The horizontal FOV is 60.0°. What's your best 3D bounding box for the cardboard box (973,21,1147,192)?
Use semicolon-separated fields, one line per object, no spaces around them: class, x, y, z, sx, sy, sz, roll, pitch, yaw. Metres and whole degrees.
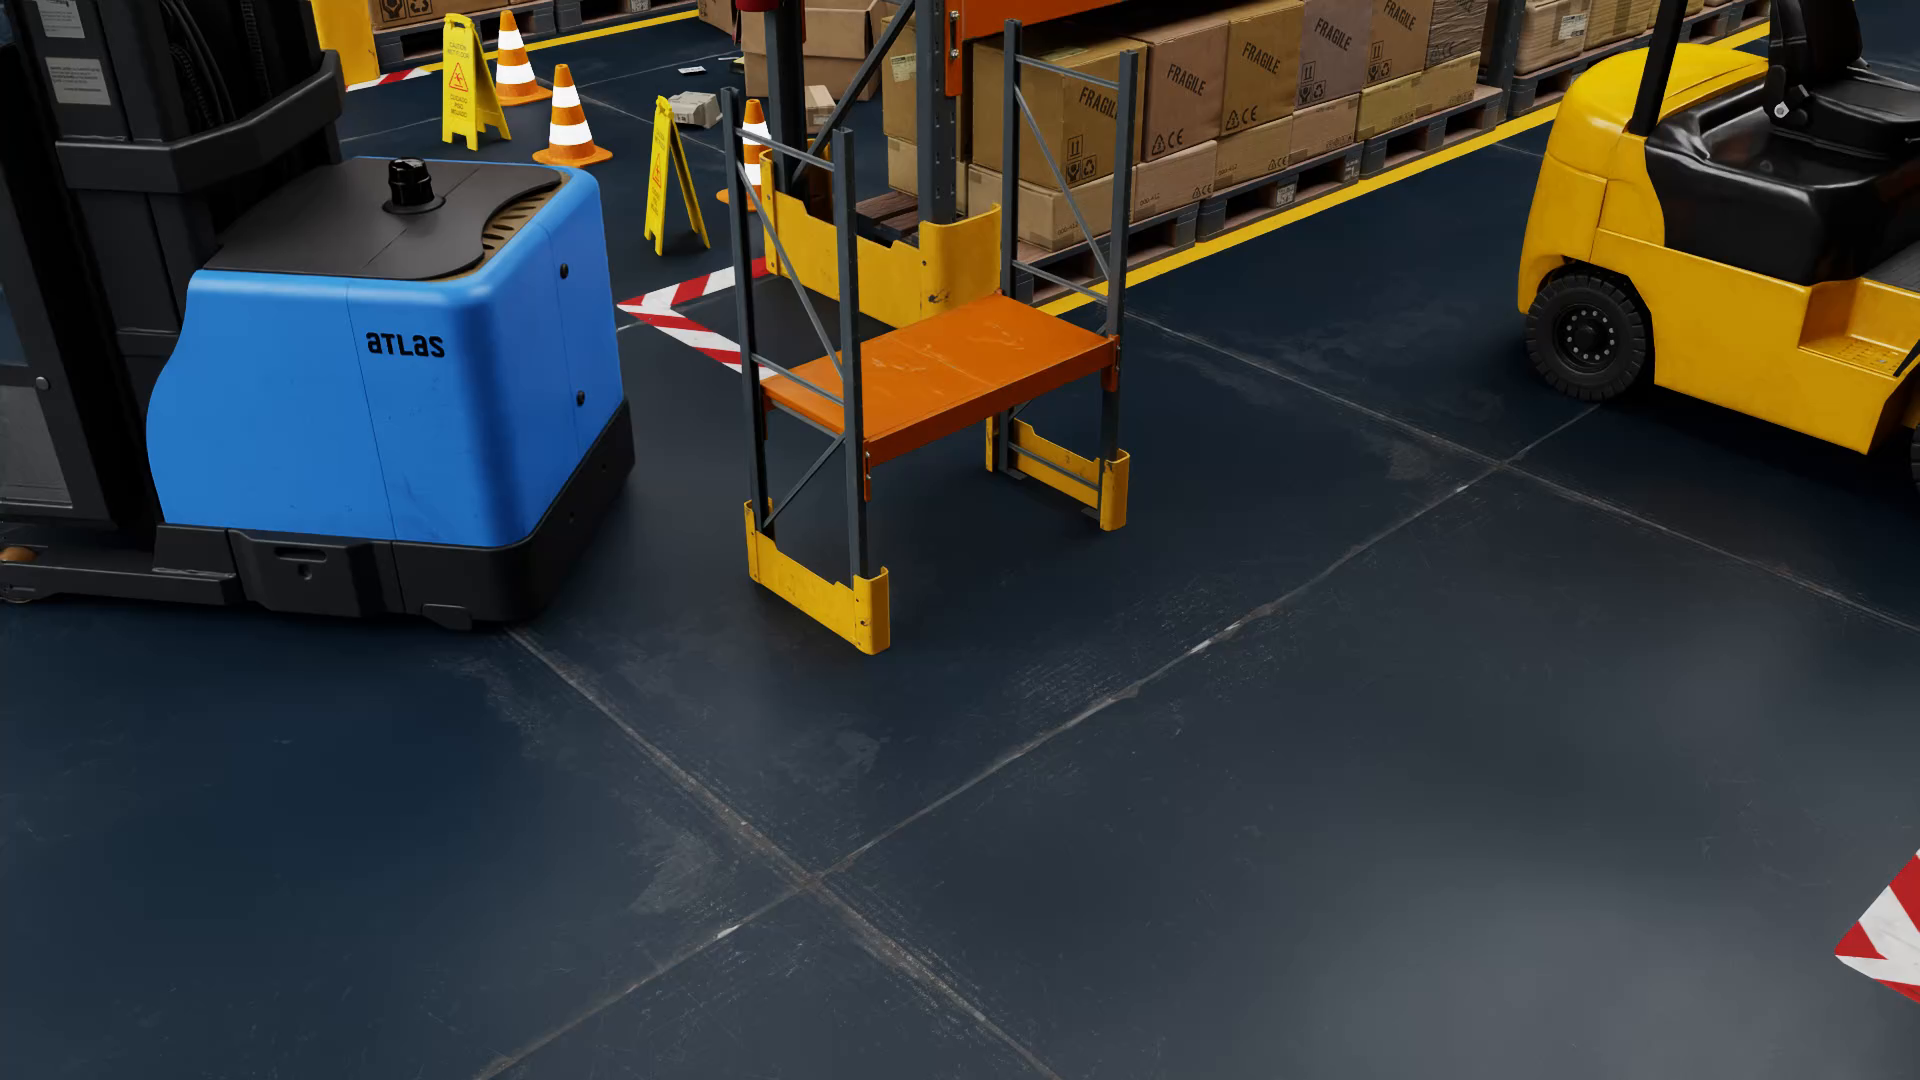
cardboard box;0.401;-1.782;6.804;0.500;0.500;0.500;-27;41;-37

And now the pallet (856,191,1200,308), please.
pallet;0.280;-1.379;7.303;1.213;0.211;1.003;-26;40;-35

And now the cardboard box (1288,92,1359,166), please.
cardboard box;1.528;-2.008;7.892;0.500;0.250;0.500;-25;39;-35

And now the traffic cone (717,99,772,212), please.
traffic cone;-0.957;-1.831;7.801;0.334;0.463;0.336;-26;40;-35

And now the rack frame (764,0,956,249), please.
rack frame;-0.395;-2.267;6.083;0.127;3.000;1.000;-26;40;-35

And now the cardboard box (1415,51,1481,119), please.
cardboard box;2.287;-2.380;8.499;0.500;0.250;0.500;-24;39;-33

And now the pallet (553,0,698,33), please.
pallet;-2.407;-3.679;11.065;1.213;0.211;1.003;-26;40;-35

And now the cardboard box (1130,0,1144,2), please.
cardboard box;0.770;-2.340;7.716;0.500;0.500;0.500;-27;40;-36

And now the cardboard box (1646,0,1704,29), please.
cardboard box;3.954;-3.435;10.108;0.625;0.372;0.950;-24;39;-34

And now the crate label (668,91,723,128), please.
crate label;-1.427;-2.299;8.878;0.250;0.136;0.298;9;33;15

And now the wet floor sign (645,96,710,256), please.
wet floor sign;-1.262;-1.605;7.256;0.232;0.644;0.267;-12;34;-19

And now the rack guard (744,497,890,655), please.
rack guard;-0.421;0.097;4.852;0.087;0.250;0.587;-26;40;-35

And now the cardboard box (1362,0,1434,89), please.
cardboard box;1.915;-2.519;8.008;0.500;0.500;0.500;-25;39;-35

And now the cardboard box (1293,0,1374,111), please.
cardboard box;1.541;-2.337;7.711;0.500;0.500;0.500;-23;39;-33

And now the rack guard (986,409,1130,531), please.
rack guard;0.309;-0.256;5.429;0.087;0.250;0.587;-26;40;-35

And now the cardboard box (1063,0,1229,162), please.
cardboard box;0.782;-1.969;7.110;0.500;0.500;0.500;-28;41;-37

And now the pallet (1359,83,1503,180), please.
pallet;2.070;-2.245;8.719;1.213;0.211;1.003;-26;40;-35

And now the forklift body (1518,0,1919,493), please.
forklift body;3.133;-1.378;5.442;1.214;2.155;2.313;-26;40;-35

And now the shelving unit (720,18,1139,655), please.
shelving unit;-0.056;-0.613;4.815;1.083;1.500;0.587;-26;40;-35

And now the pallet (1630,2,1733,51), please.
pallet;4.003;-3.208;10.294;1.213;0.211;1.003;-26;40;-35

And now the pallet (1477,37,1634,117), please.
pallet;3.108;-2.773;9.583;1.213;0.211;1.003;-26;40;-35

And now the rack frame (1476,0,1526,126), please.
rack frame;2.538;-3.686;8.403;0.127;3.000;1.000;-26;40;-35

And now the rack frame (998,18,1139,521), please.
rack frame;0.310;-0.790;5.104;0.032;1.500;0.500;-26;40;-35

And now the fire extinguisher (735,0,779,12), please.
fire extinguisher;-0.792;-2.370;6.325;0.183;0.674;0.296;-26;40;-35

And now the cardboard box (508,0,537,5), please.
cardboard box;-2.739;-3.976;10.512;0.875;0.875;0.875;-27;40;-36

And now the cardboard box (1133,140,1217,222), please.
cardboard box;0.764;-1.632;7.277;0.500;0.250;0.500;-24;39;-34

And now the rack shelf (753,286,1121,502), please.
rack shelf;-0.063;-0.456;4.903;1.000;0.185;0.538;-26;40;-35

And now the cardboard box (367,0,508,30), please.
cardboard box;-3.383;-3.664;10.000;0.875;0.875;0.875;-26;40;-35

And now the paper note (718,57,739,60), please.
paper note;-1.383;-2.883;9.955;0.123;0.001;0.032;-7;32;-11

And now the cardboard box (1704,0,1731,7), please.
cardboard box;4.514;-3.702;10.545;0.625;0.372;0.950;-27;40;-36

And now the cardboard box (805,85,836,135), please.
cardboard box;-0.808;-2.288;8.850;0.250;0.149;0.380;-7;32;-11

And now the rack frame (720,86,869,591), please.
rack frame;-0.435;-0.429;4.514;0.032;1.500;0.500;-26;40;-35

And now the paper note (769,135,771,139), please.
paper note;-1.055;-2.097;8.651;0.148;0.019;0.142;15;34;23

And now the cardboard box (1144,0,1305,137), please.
cardboard box;1.155;-2.144;7.396;0.500;0.500;0.500;-25;39;-35

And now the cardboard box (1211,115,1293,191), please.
cardboard box;1.155;-1.830;7.601;0.500;0.250;0.500;-23;38;-32

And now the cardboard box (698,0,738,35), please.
cardboard box;-1.342;-3.535;10.550;0.500;0.500;0.500;-19;36;-28

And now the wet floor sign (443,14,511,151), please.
wet floor sign;-2.510;-2.353;8.479;0.267;0.644;0.232;22;37;31

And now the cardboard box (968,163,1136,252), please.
cardboard box;0.384;-1.454;6.985;0.500;0.250;0.500;-26;40;-36

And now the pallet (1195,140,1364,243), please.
pallet;1.175;-1.810;8.007;1.213;0.211;1.003;-26;40;-35

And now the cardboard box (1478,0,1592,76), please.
cardboard box;2.921;-2.931;9.285;0.625;0.372;0.950;-25;39;-35

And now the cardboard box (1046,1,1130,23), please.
cardboard box;0.395;-2.164;7.427;0.500;0.500;0.500;-24;39;-34

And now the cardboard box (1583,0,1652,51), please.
cardboard box;3.446;-3.187;9.704;0.625;0.372;0.950;-23;38;-33

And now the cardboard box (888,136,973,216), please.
cardboard box;0.032;-1.672;7.341;0.500;0.250;0.500;-26;40;-36

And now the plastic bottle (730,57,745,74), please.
plastic bottle;-1.224;-2.810;9.787;0.133;0.061;0.283;15;34;23

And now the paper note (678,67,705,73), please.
paper note;-1.561;-2.750;9.719;0.142;0.017;0.144;-12;34;-19

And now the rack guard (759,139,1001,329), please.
rack guard;-0.339;-1.228;6.779;0.348;0.500;1.175;-26;40;-35

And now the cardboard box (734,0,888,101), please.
cardboard box;-0.829;-2.794;9.336;0.797;0.503;0.637;4;32;6

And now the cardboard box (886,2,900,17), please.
cardboard box;-0.148;-3.187;9.849;0.503;0.637;0.797;-26;40;-35

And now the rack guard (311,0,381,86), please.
rack guard;-3.852;-3.050;9.759;0.348;0.500;1.175;-26;40;-35

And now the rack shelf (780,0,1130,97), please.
rack shelf;1.071;-2.670;7.430;4.000;0.370;1.077;-26;40;-35

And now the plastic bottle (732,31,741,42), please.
plastic bottle;-1.254;-3.107;10.273;0.283;0.061;0.133;15;34;23

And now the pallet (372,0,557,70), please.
pallet;-3.302;-3.249;10.361;1.213;0.211;1.003;-26;40;-35

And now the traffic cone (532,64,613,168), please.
traffic cone;-1.961;-2.135;8.298;0.334;0.463;0.336;-26;40;-35

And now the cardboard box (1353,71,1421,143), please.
cardboard box;1.904;-2.187;8.184;0.500;0.250;0.500;-27;41;-37

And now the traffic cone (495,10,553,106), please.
traffic cone;-2.480;-2.688;9.202;0.334;0.463;0.336;-26;40;-35

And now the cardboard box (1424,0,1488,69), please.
cardboard box;2.287;-2.700;8.304;0.500;0.500;0.500;-26;40;-36

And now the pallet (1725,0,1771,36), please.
pallet;4.897;-3.639;10.998;1.213;0.211;1.003;-26;40;-35

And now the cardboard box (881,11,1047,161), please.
cardboard box;0.015;-1.977;7.123;0.500;0.500;0.500;-26;40;-35

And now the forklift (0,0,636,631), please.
forklift;-2.639;-1.330;4.615;3.031;2.935;1.130;4;32;7
